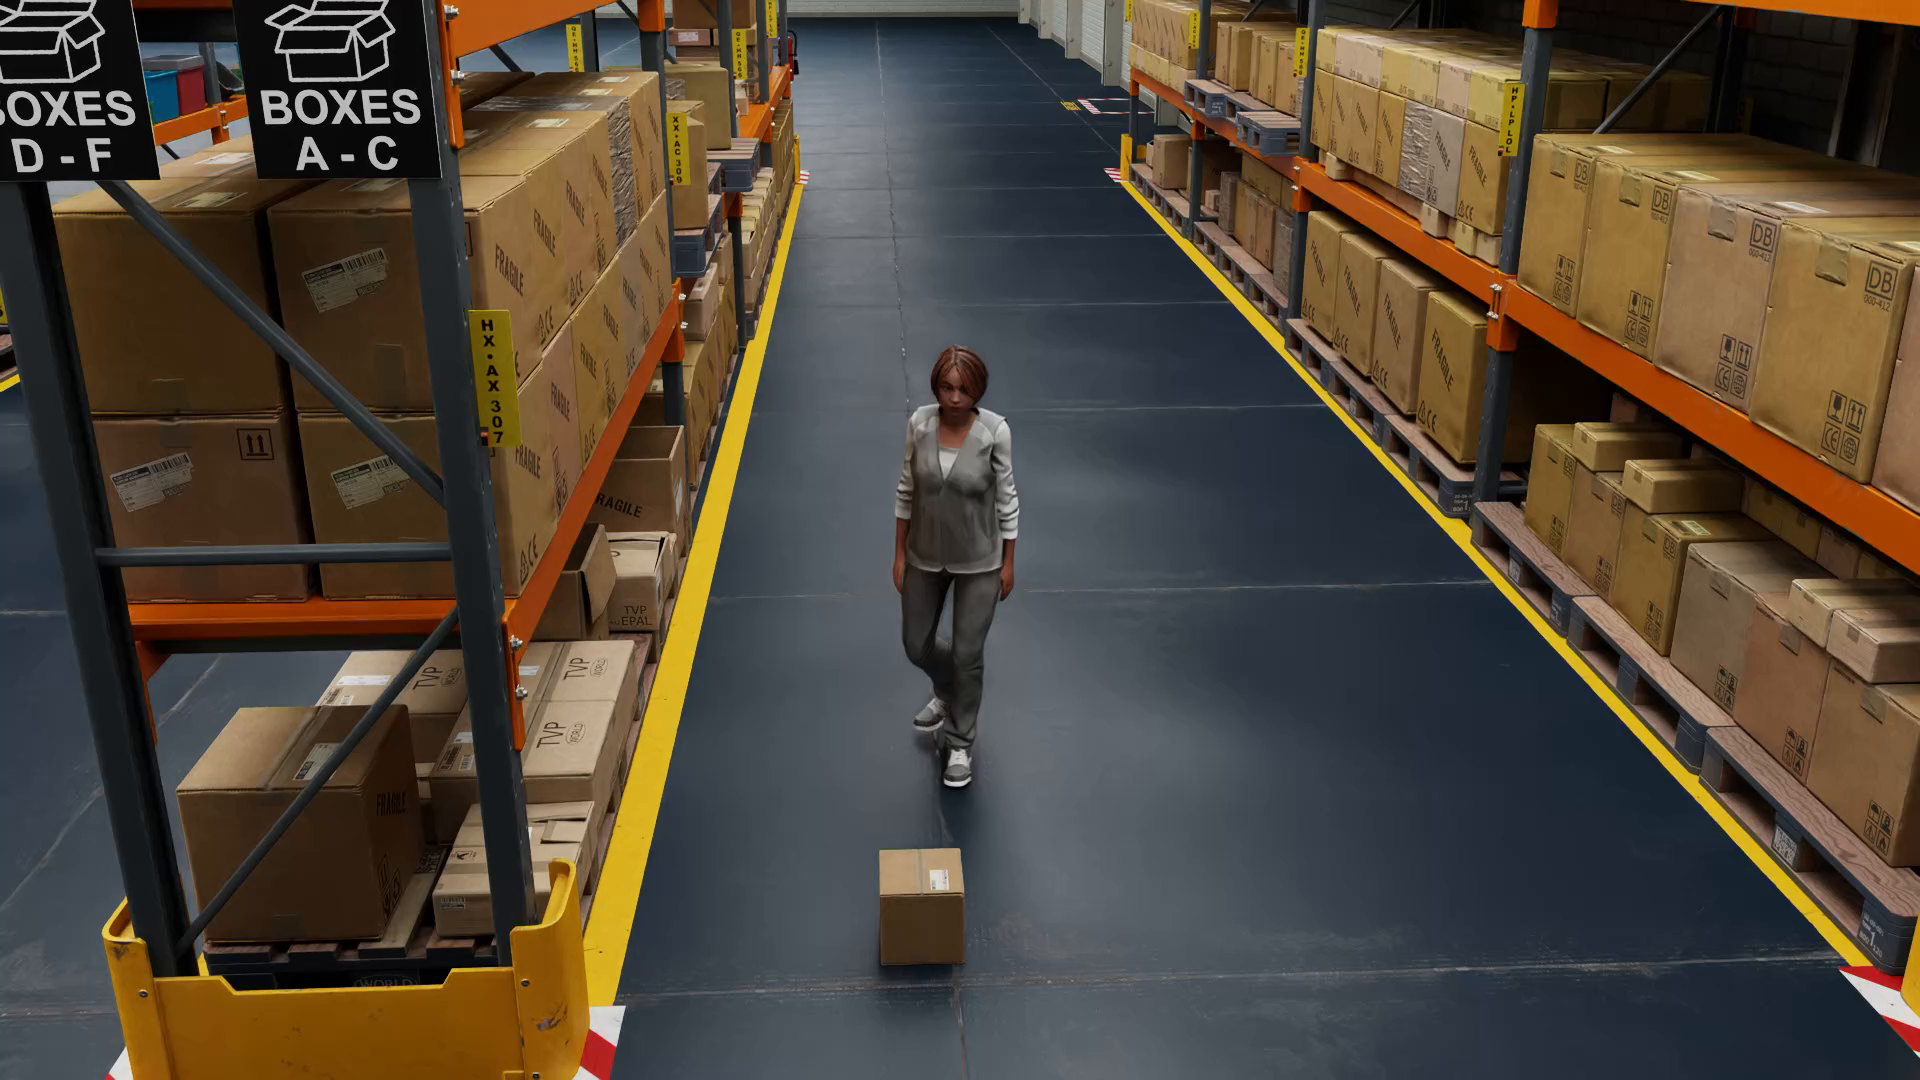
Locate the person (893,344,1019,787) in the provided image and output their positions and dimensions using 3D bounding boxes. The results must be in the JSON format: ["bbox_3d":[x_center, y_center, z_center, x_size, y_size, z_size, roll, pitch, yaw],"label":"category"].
[{"bbox_3d":[-0.002,0.067,5.909,0.437,1.595,0.512,6,21,15],"label":"person"}]
